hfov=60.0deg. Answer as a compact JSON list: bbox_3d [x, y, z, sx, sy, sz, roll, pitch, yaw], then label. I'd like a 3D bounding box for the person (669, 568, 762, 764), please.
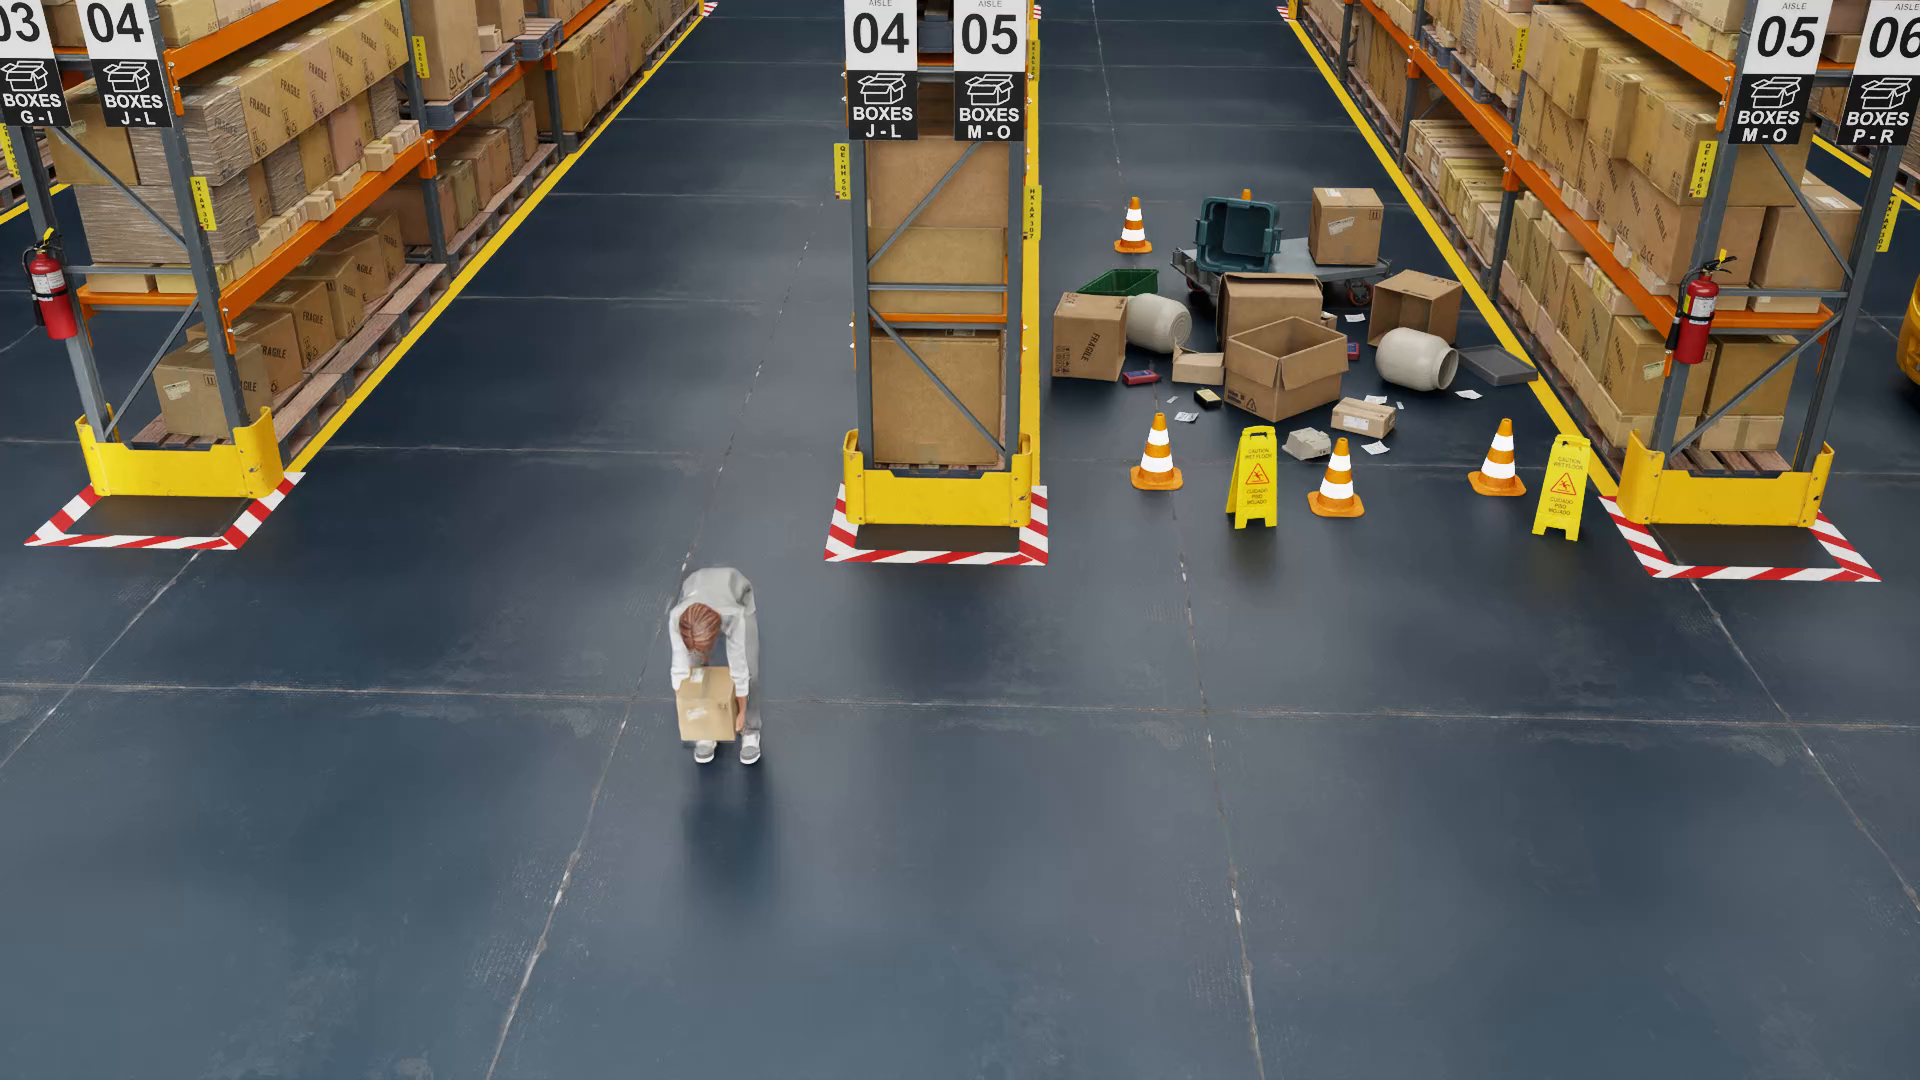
[{"bbox_3d":[-1.167,0.654,7.907,0.385,1.139,0.848,0,28,0],"label":"person"}]
